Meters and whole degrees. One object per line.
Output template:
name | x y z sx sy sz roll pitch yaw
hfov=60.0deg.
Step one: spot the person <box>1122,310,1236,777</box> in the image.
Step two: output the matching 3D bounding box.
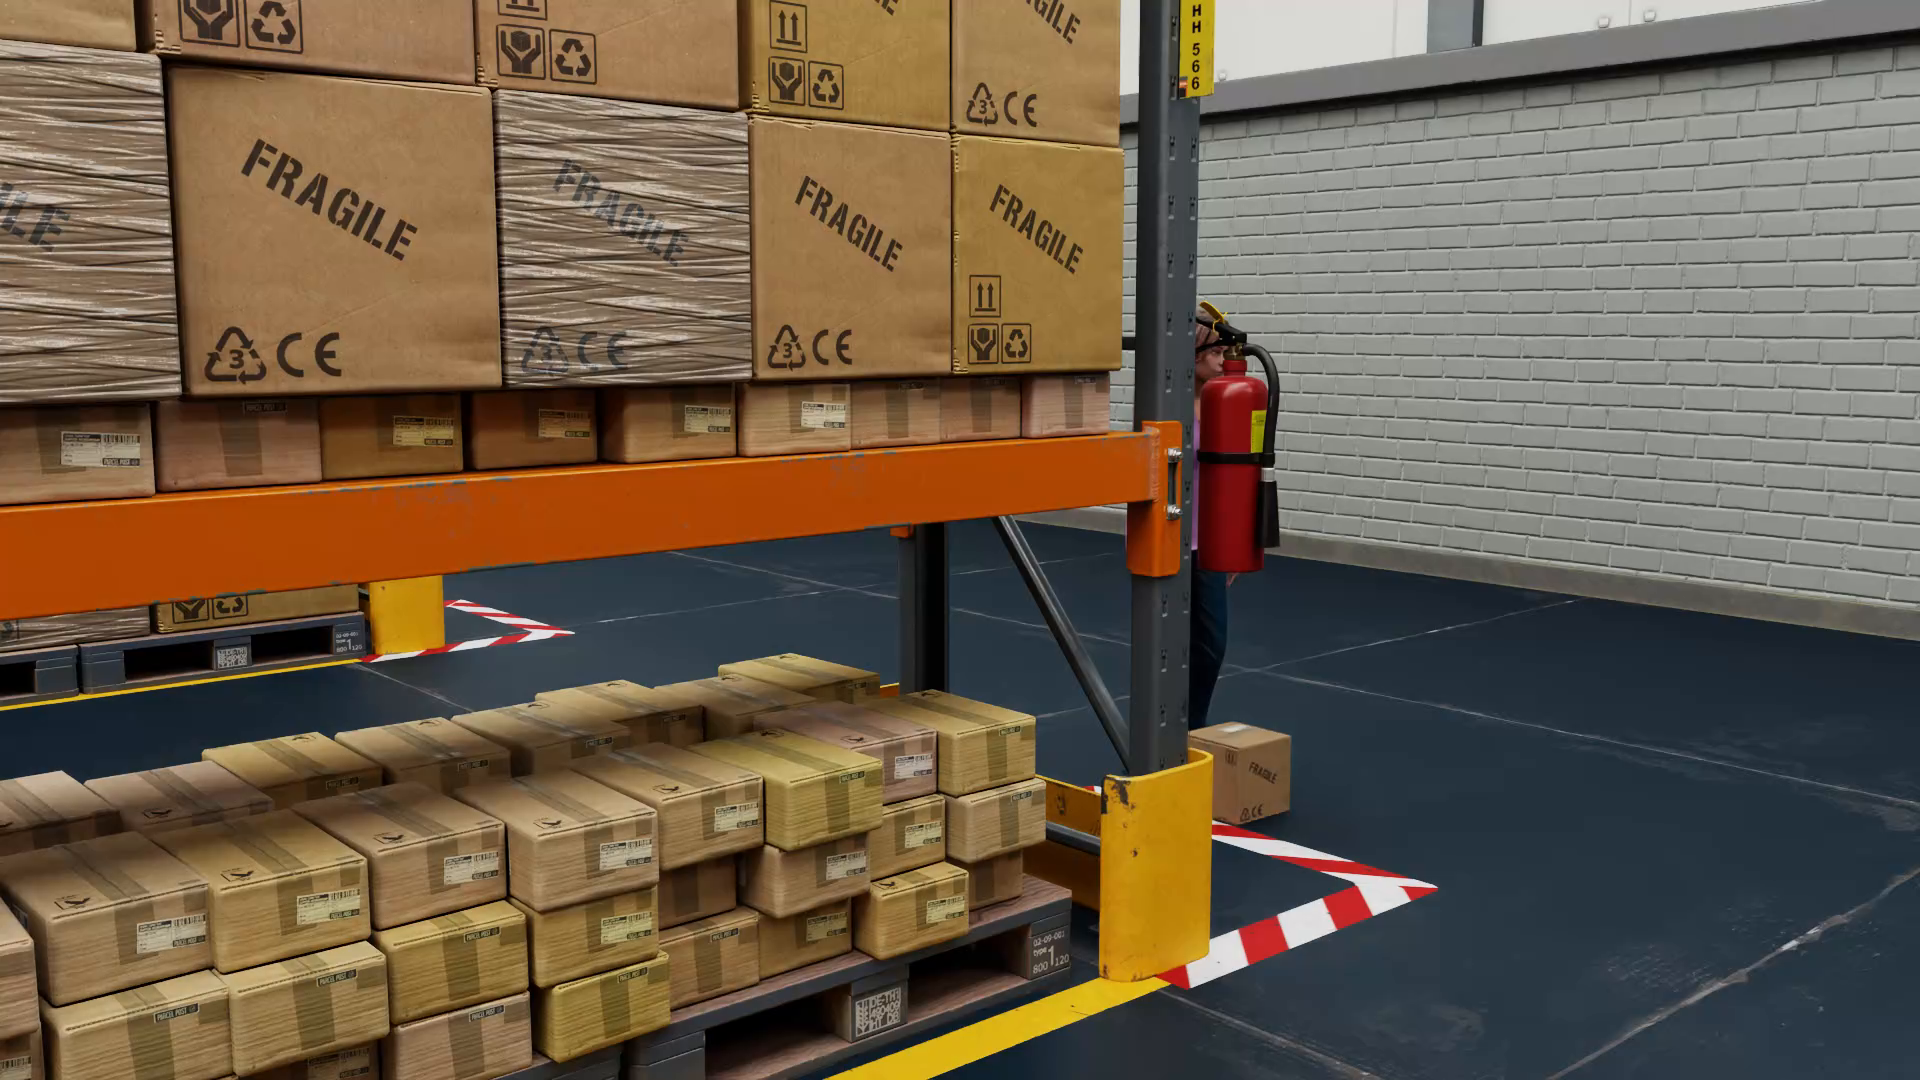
person | 0.722 0.054 5.427 0.462 1.593 0.339 -6 10 -39
